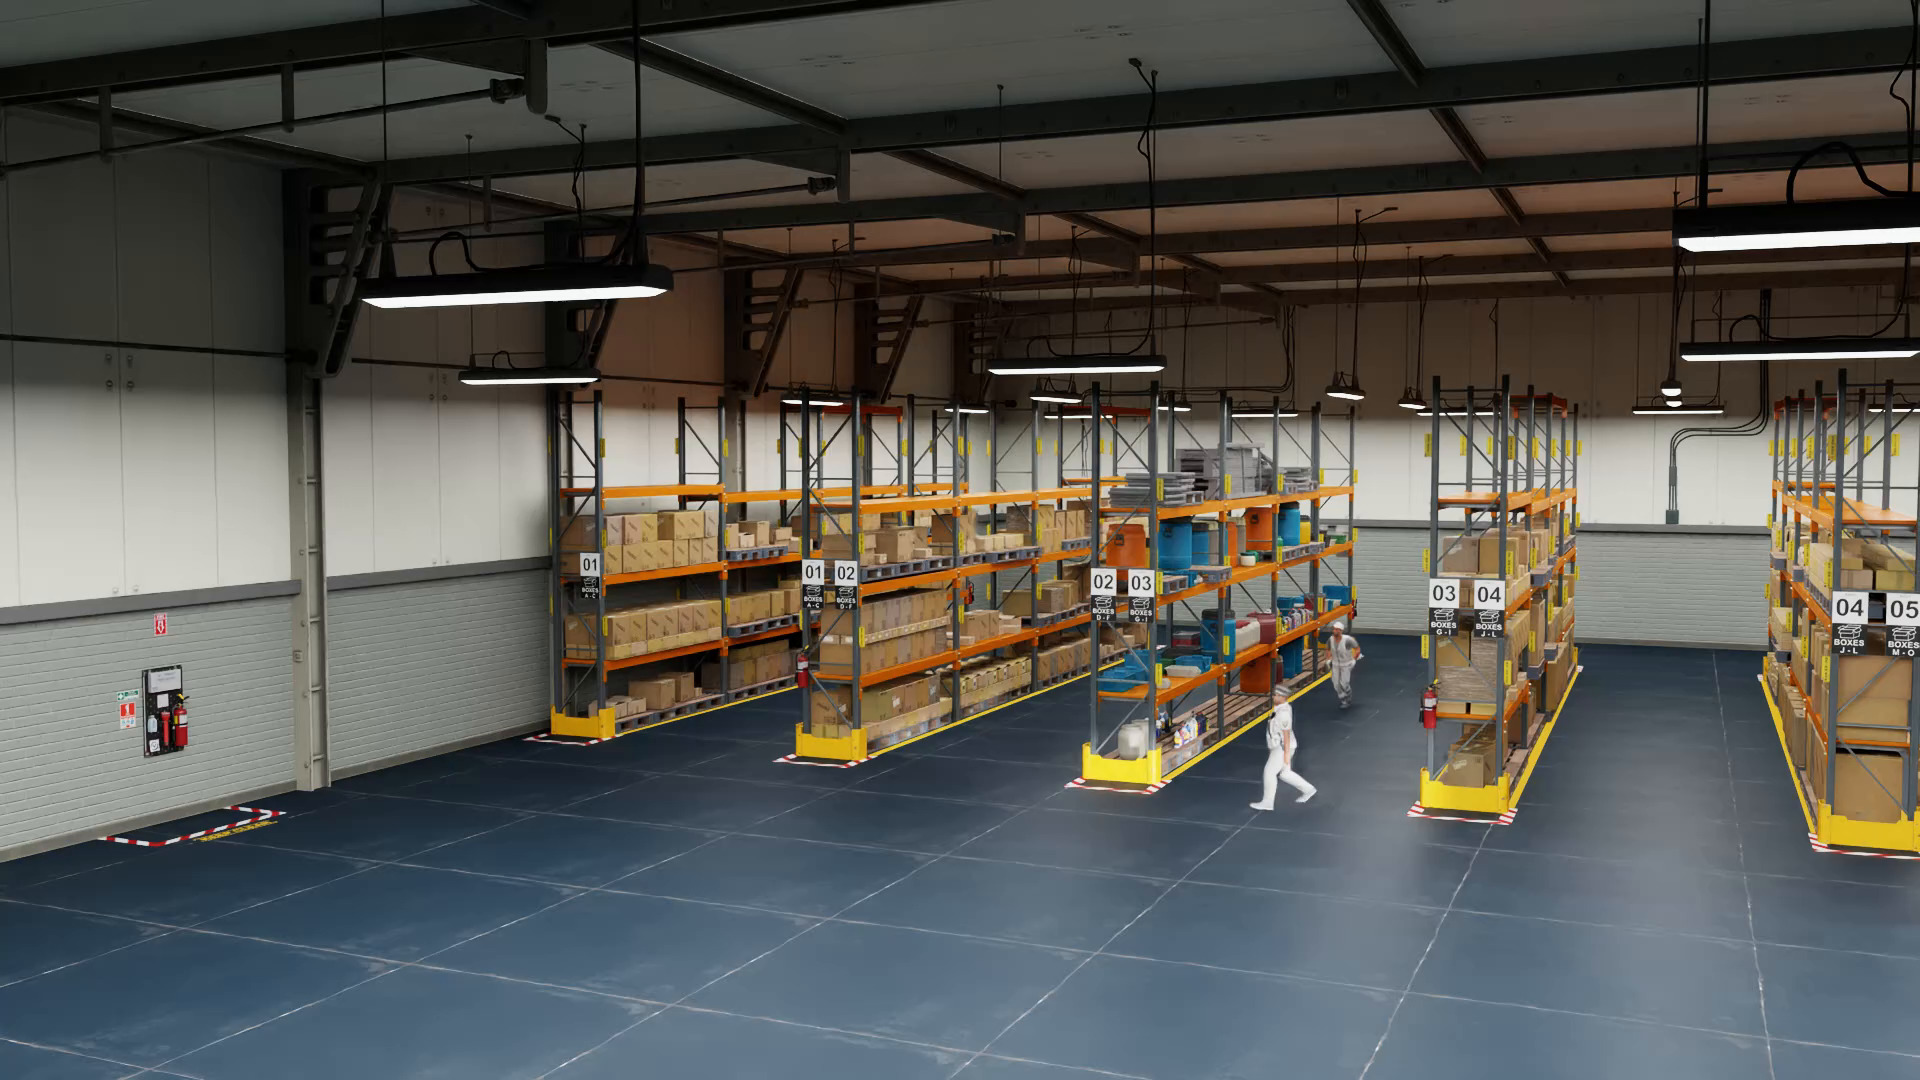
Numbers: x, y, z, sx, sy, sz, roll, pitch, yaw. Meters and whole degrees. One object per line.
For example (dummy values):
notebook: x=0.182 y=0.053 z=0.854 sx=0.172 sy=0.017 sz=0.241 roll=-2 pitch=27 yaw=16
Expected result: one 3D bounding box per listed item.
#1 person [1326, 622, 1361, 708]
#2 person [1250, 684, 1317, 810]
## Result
person: x=7.341 y=2.403 z=31.884 sx=0.697 sy=1.688 sz=0.618 roll=2 pitch=4 yaw=32
person: x=4.486 y=2.854 z=22.970 sx=0.981 sy=1.727 sz=0.538 roll=0 pitch=3 yaw=-3
